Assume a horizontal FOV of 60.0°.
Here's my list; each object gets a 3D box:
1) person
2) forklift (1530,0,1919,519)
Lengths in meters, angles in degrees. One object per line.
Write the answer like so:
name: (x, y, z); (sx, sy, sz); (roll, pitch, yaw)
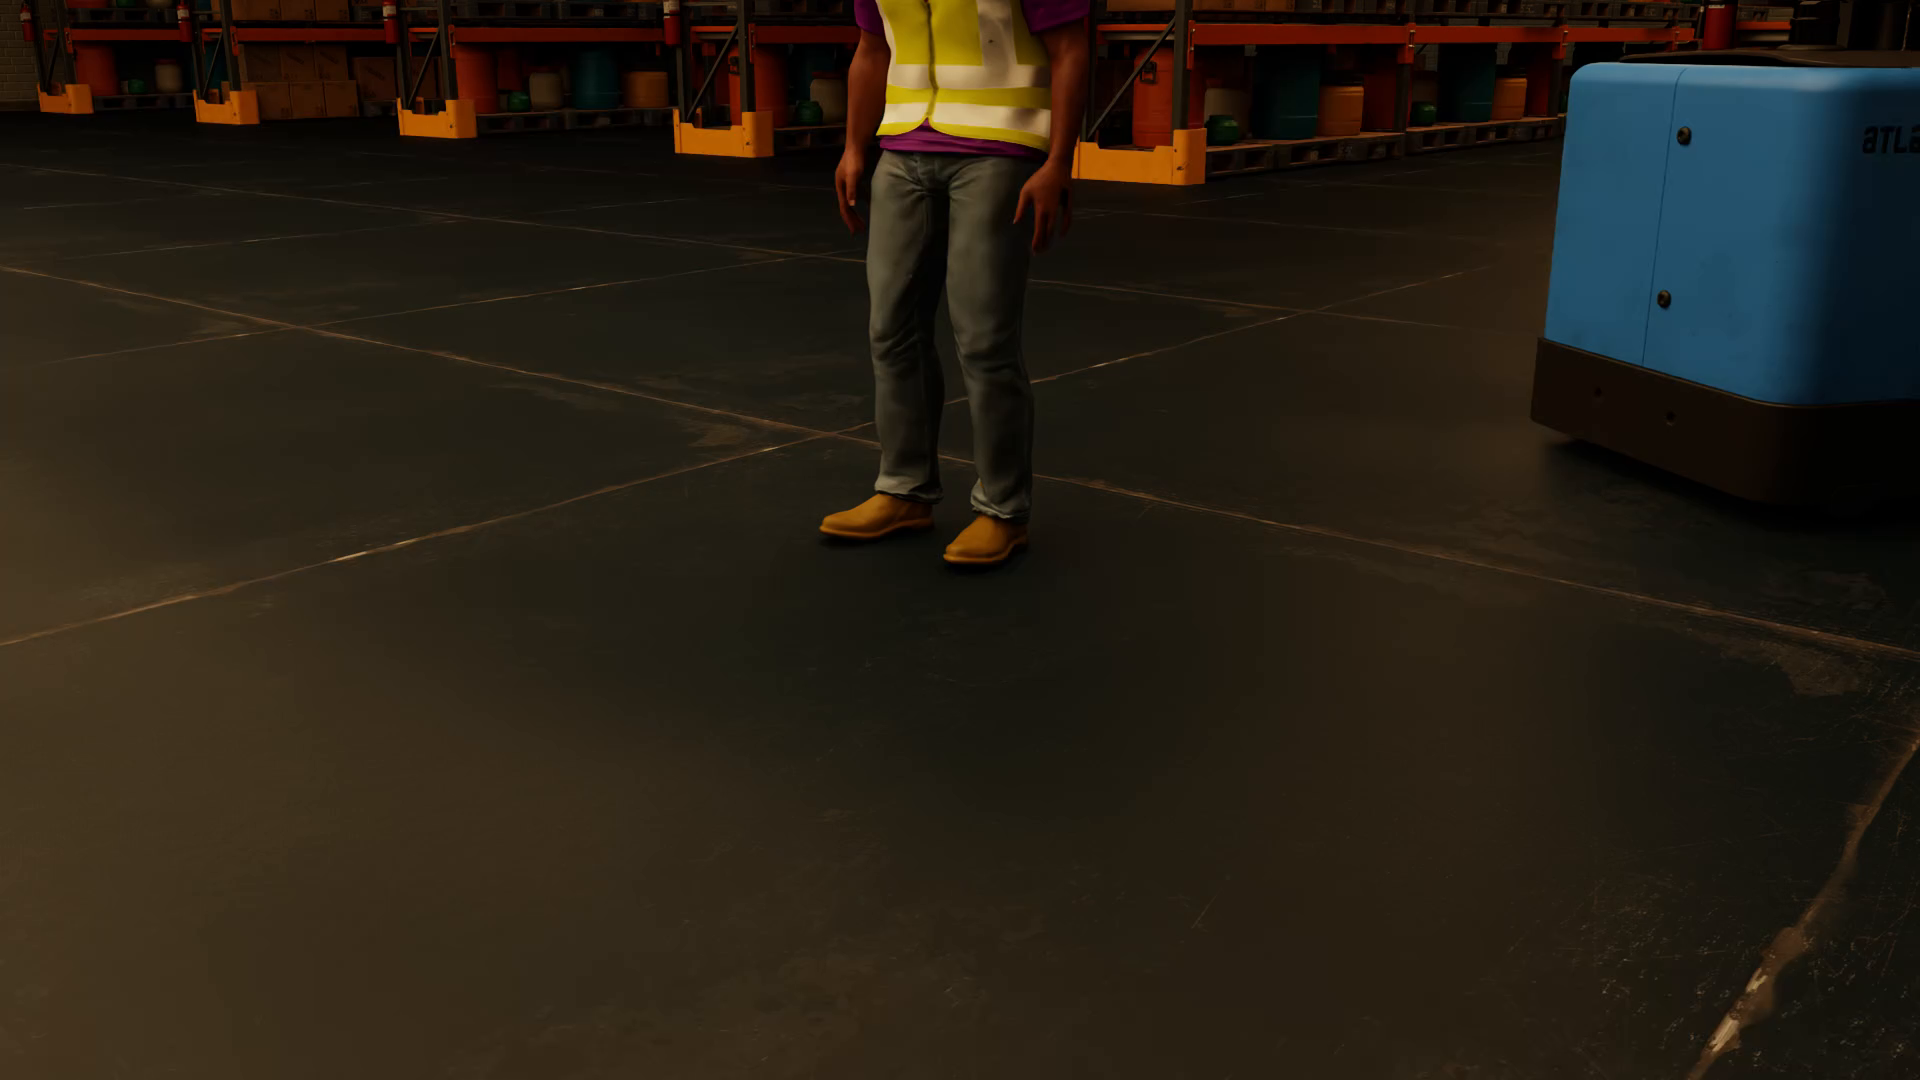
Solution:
person: (-0.019, -0.830, 3.652); (0.626, 1.760, 0.460); (13, 21, 36)
forklift: (3.238, -1.670, 4.397); (3.031, 2.935, 1.130); (-4, 17, -14)
